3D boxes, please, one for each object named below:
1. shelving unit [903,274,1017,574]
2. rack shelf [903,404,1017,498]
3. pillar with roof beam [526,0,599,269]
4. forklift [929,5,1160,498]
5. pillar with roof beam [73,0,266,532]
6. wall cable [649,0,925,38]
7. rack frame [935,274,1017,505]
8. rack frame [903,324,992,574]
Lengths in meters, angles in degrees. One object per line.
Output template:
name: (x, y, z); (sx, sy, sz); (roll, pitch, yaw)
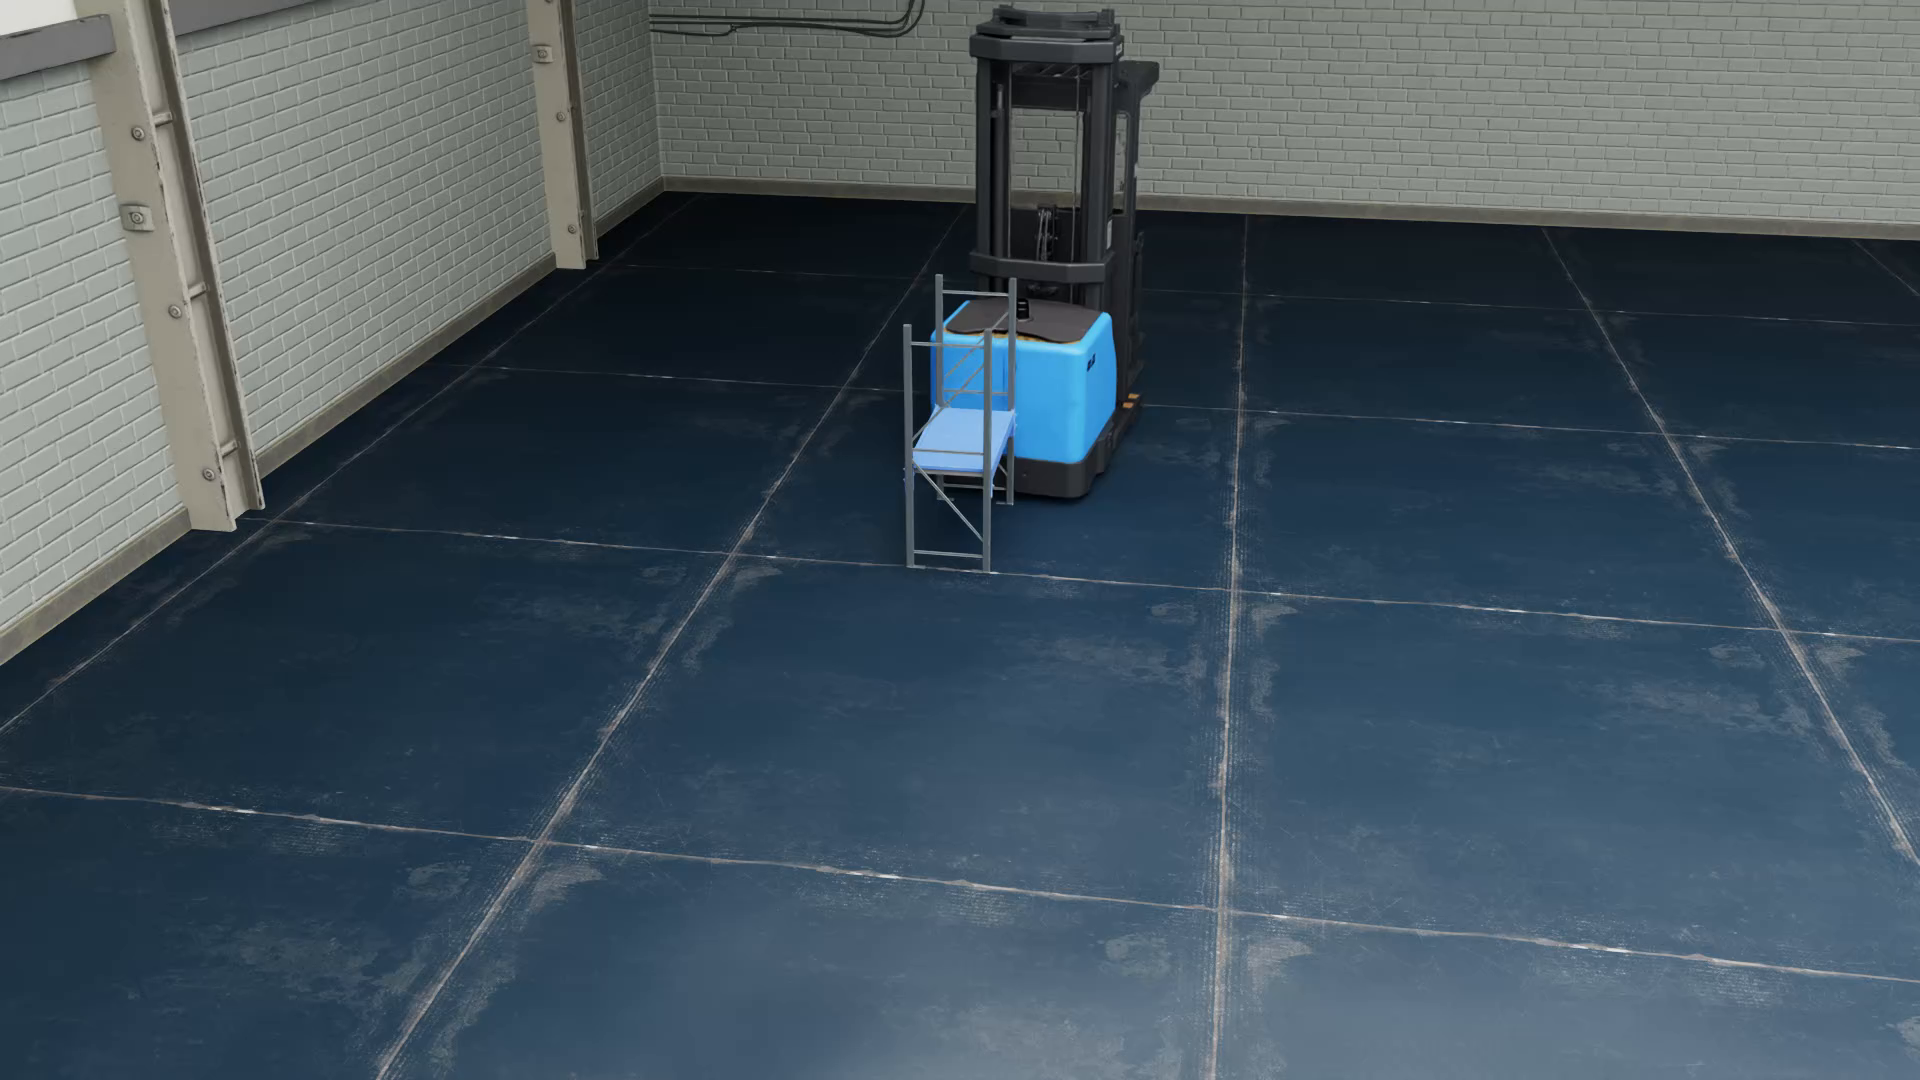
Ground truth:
shelving unit: (0.014, -0.715, 10.008); (0.538, 1.500, 1.048); (4, 25, 9)
rack shelf: (0.014, -0.552, 10.085); (0.538, 0.185, 1.000); (4, 25, 9)
pillar with roof beam: (0.573, -6.432, 13.376); (9.100, 9.000, 0.400); (4, 25, 9)
forklift: (0.712, -2.198, 11.488); (1.130, 2.935, 3.031); (7, 26, 15)
pillar with roof beam: (-0.408, -3.922, 8.015); (9.100, 9.000, 0.400); (4, 25, 9)
wall cable: (-1.888, -6.464, 17.108); (3.097, 2.526, 0.112); (4, 25, 9)
rack frame: (0.097, -0.928, 10.462); (0.500, 1.500, 0.032); (4, 25, 9)
rack frame: (-0.069, -0.502, 9.554); (0.500, 1.500, 0.032); (4, 25, 9)
